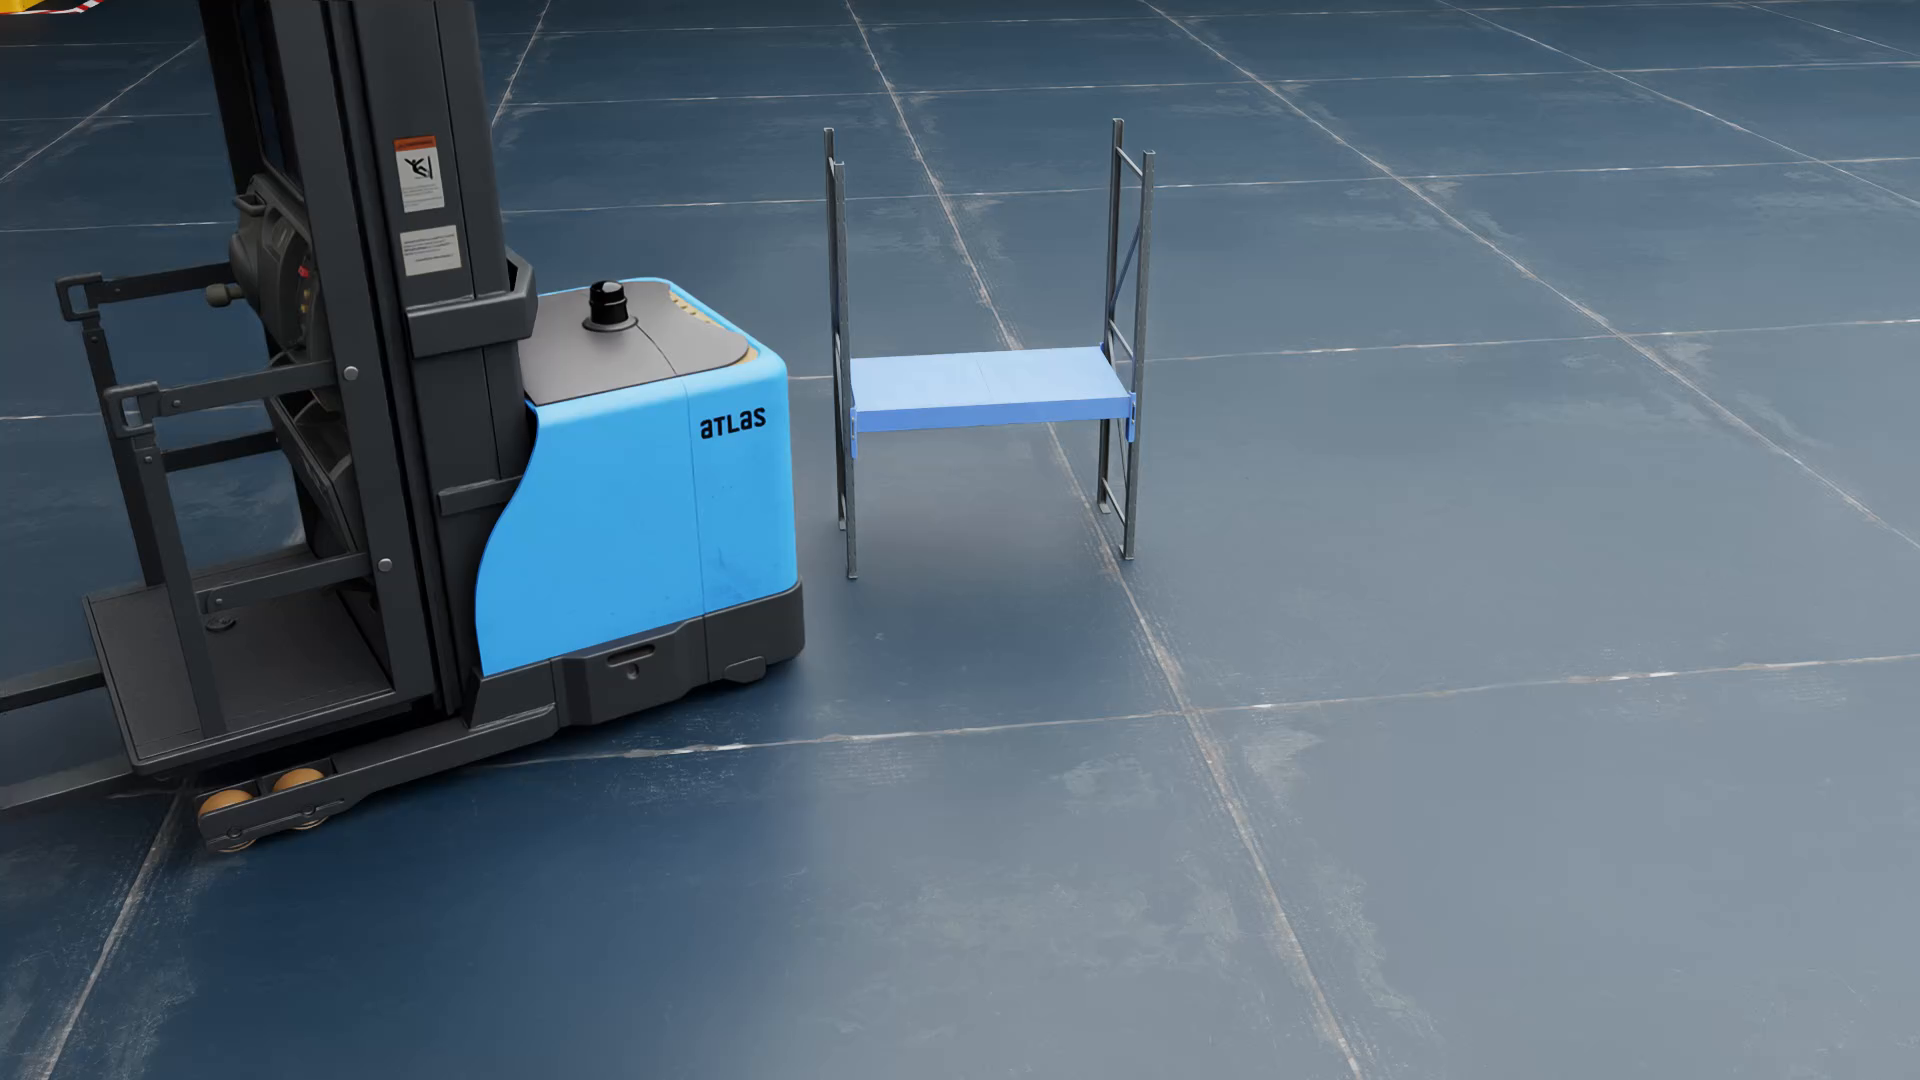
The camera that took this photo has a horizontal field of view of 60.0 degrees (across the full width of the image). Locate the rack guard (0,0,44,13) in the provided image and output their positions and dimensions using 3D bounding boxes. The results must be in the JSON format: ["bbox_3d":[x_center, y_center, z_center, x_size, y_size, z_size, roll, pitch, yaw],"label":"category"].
[{"bbox_3d":[-9.502,-5.673,16.759,0.348,0.500,1.175,-4,27,-7],"label":"rack guard"}]

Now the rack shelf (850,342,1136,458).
[{"bbox_3d":[0.084,-0.513,6.000,1.000,0.185,0.538,-4,27,-7],"label":"rack shelf"}]

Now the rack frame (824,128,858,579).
[{"bbox_3d":[-0.419,-0.640,5.855,0.032,1.500,0.500,-4,27,-7],"label":"rack frame"}]

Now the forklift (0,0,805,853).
[{"bbox_3d":[-2.029,-0.721,4.445,3.031,2.935,1.130,-16,31,-28],"label":"forklift"}]

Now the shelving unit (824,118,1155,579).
[{"bbox_3d":[0.084,-0.673,5.918,1.048,1.500,0.538,-4,27,-7],"label":"shelving unit"}]

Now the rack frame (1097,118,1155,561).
[{"bbox_3d":[0.588,-0.705,5.981,0.032,1.500,0.500,-4,27,-7],"label":"rack frame"}]
